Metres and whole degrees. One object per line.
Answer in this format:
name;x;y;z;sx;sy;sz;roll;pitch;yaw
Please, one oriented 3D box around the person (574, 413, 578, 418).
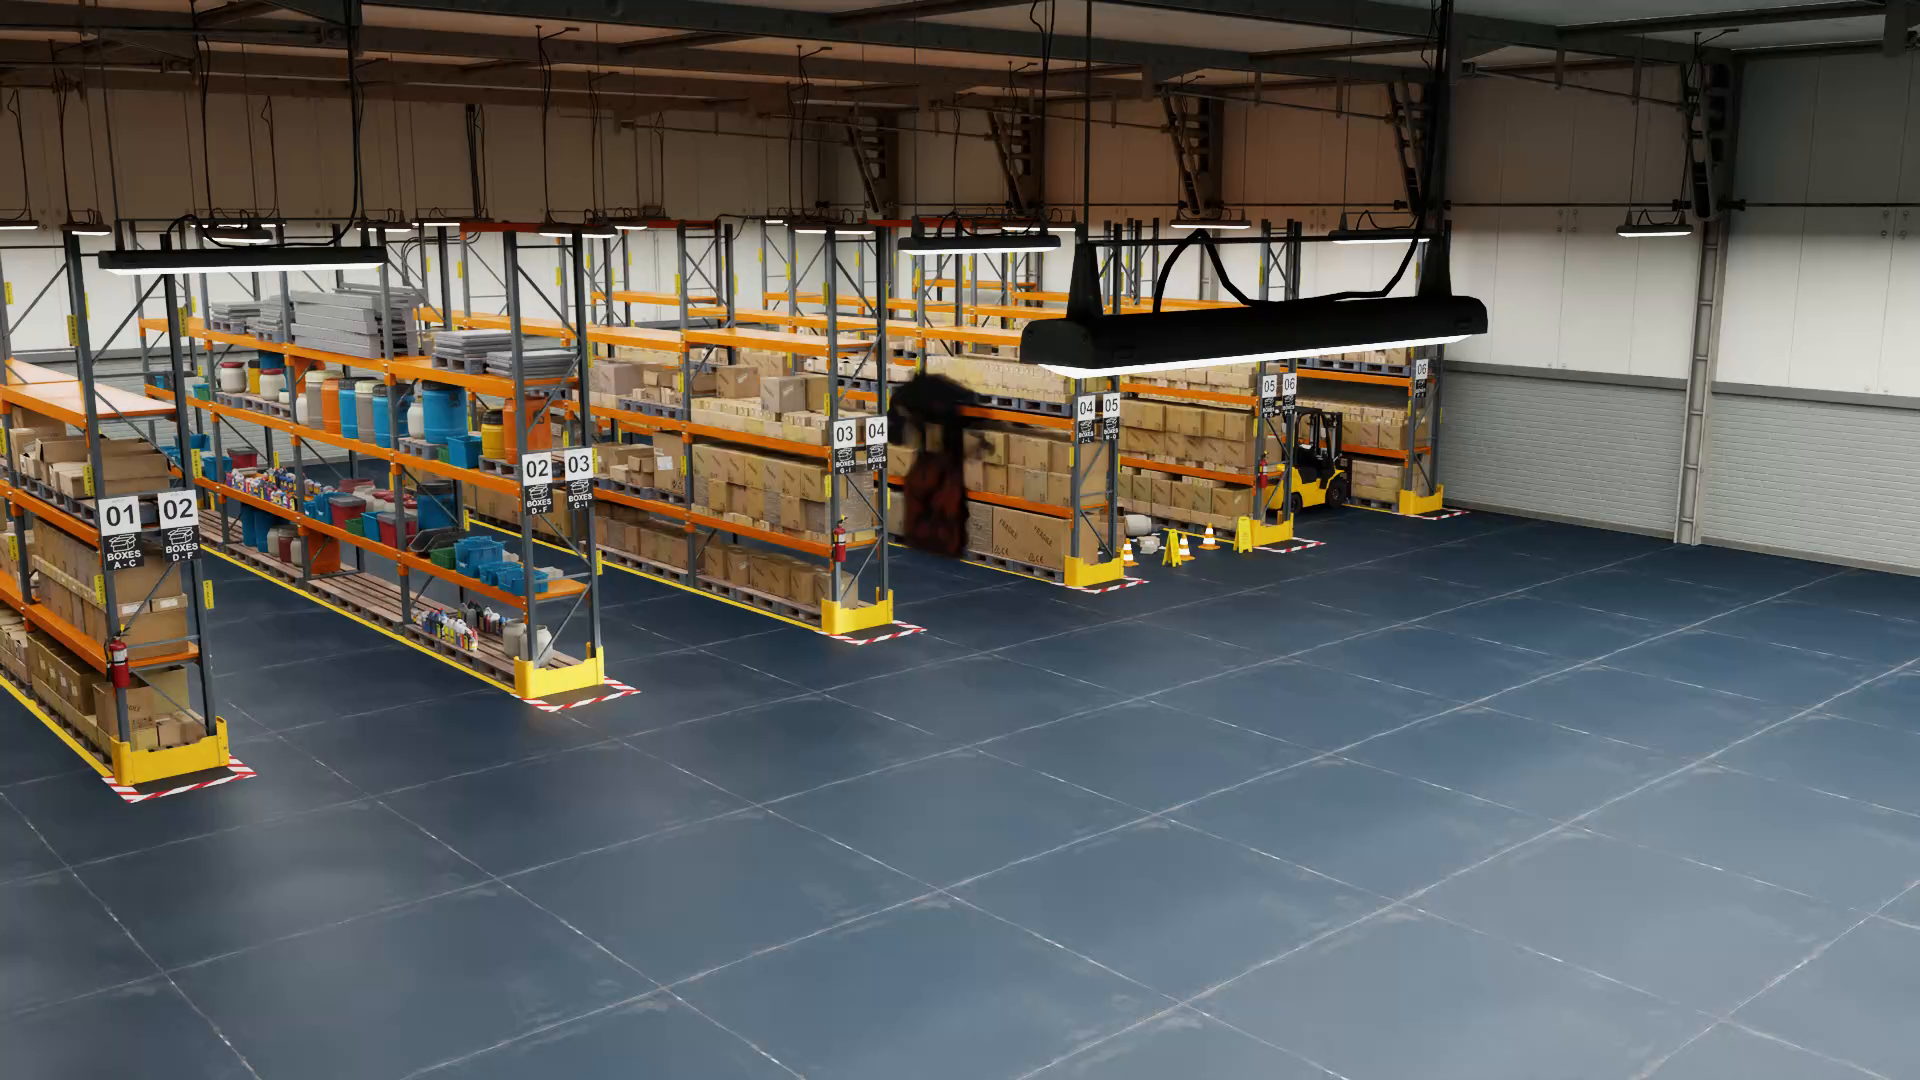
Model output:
person;-8.846;-2.097;38.149;0.601;1.613;0.505;-7;13;-32
